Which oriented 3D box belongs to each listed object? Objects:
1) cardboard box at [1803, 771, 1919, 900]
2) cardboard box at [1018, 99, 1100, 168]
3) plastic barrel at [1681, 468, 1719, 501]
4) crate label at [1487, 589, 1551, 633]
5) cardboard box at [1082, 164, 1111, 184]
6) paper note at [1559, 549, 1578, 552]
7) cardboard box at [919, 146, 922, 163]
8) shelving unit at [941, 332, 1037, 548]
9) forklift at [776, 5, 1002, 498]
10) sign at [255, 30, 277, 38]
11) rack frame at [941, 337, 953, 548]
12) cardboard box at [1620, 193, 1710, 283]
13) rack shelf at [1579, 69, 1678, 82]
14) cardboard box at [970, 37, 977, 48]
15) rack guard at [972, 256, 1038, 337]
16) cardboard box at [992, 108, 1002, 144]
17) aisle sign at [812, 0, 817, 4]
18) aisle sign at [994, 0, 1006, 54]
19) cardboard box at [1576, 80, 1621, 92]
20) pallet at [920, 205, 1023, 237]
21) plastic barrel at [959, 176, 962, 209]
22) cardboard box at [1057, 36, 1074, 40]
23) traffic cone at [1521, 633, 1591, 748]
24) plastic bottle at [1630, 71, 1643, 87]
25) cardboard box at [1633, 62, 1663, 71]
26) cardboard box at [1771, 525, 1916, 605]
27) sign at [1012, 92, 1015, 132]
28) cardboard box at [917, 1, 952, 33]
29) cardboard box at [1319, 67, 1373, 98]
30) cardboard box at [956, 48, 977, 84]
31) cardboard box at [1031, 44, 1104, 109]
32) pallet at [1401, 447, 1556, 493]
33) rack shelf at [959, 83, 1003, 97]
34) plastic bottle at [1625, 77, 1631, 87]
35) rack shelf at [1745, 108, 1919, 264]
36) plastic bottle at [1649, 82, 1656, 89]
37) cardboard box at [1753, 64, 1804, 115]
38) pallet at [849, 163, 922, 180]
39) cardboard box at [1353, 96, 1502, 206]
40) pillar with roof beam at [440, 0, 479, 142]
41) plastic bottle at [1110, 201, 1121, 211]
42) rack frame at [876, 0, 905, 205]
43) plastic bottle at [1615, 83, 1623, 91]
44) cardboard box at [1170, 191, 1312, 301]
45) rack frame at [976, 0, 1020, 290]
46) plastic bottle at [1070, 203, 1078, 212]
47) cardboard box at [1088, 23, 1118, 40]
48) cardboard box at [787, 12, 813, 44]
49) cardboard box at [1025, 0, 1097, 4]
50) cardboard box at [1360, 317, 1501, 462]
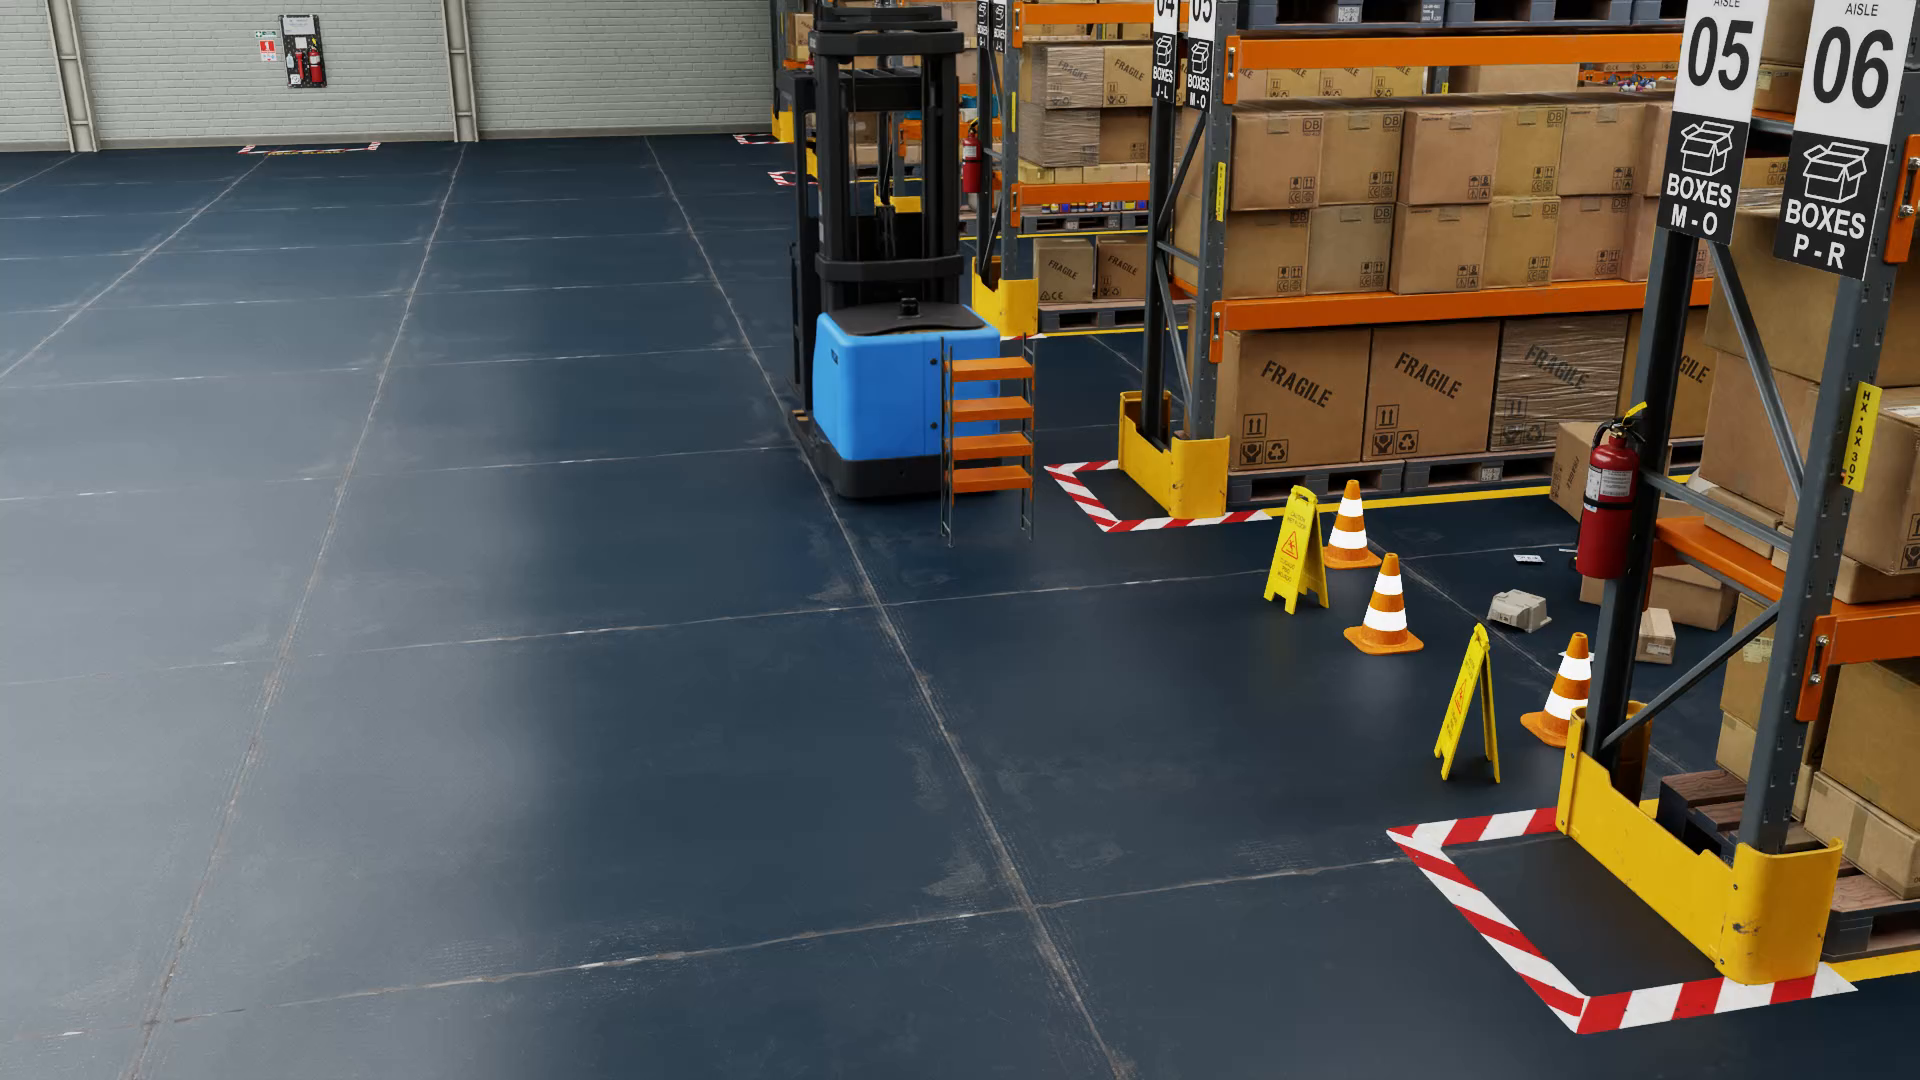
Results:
[{"bbox_3d":[3.457,1.034,6.018,0.500,0.250,0.500,-5,21,-13],"label":"cardboard box"},{"bbox_3d":[0.869,-3.627,14.776,0.500,0.500,0.875,-5,21,-12],"label":"cardboard box"},{"bbox_3d":[4.513,-0.241,9.857,0.421,0.421,0.512,10,22,25],"label":"plastic barrel"},{"bbox_3d":[2.894,0.362,8.627,0.298,0.136,0.250,-18,27,-40],"label":"crate label"},{"bbox_3d":[1.155,-3.259,14.715,0.250,0.149,0.380,-5,21,-12],"label":"cardboard box"},{"bbox_3d":[3.535,0.063,9.629,0.123,0.001,0.032,6,21,16],"label":"paper note"},{"bbox_3d":[-0.402,-5.676,24.336,0.500,0.250,0.500,-5,21,-12],"label":"cardboard box"},{"bbox_3d":[0.161,-0.576,9.644,0.503,1.200,0.258,-5,21,-12],"label":"shelving unit"},{"bbox_3d":[-0.608,-2.110,11.313,1.130,2.935,3.031,-5,21,-14],"label":"forklift"},{"bbox_3d":[-11.417,-8.321,27.346,0.331,0.109,0.001,-5,21,-12],"label":"sign"},{"bbox_3d":[-0.076,-0.557,9.591,0.015,1.200,0.240,-5,21,-12],"label":"rack frame"},{"bbox_3d":[4.377,-2.040,10.805,0.550,0.550,0.875,-5,21,-12],"label":"cardboard box"},{"bbox_3d":[11.676,-7.492,26.953,4.000,0.370,1.077,-5,21,-12],"label":"rack shelf"},{"bbox_3d":[0.236,-7.175,23.952,0.250,0.149,0.380,-4,20,-11],"label":"cardboard box"},{"bbox_3d":[0.402,-2.238,15.197,0.348,0.500,1.175,-5,21,-12],"label":"rack guard"},{"bbox_3d":[0.569,-6.110,24.431,0.500,0.500,0.500,-5,21,-12],"label":"cardboard box"},{"bbox_3d":[-2.079,-8.036,23.611,0.004,0.787,0.394,-5,21,-12],"label":"aisle sign"},{"bbox_3d":[0.337,-4.521,14.016,0.004,0.787,0.394,-5,21,-12],"label":"aisle sign"},{"bbox_3d":[5.886,-4.136,15.984,0.637,0.503,0.797,-3,20,-7],"label":"cardboard box"},{"bbox_3d":[0.043,-3.839,19.987,1.213,0.211,1.003,-5,21,-12],"label":"pallet"},{"bbox_3d":[-0.189,-4.170,19.845,0.421,0.512,0.421,0,20,0],"label":"plastic barrel"},{"bbox_3d":[1.488,-7.278,24.233,0.250,0.149,0.380,-5,21,-14],"label":"cardboard box"},{"bbox_3d":[2.730,0.637,7.403,0.334,0.463,0.336,-5,21,-12],"label":"traffic cone"},{"bbox_3d":[8.855,-5.963,21.803,0.185,0.351,0.144,-5,21,-12],"label":"plastic bottle"},{"bbox_3d":[10.786,-7.709,26.354,0.500,0.500,0.500,-4,21,-12],"label":"cardboard box"},{"bbox_3d":[2.987,0.072,5.623,0.250,0.149,0.380,-5,21,-12],"label":"cardboard box"},{"bbox_3d":[0.453,-3.631,14.106,0.005,0.325,0.100,-5,21,-12],"label":"sign"},{"bbox_3d":[-0.438,-7.499,23.893,0.500,0.500,0.700,-5,21,-12],"label":"cardboard box"},{"bbox_3d":[3.360,-4.211,14.917,0.500,0.500,0.500,-5,21,-12],"label":"cardboard box"},{"bbox_3d":[0.015,-6.925,24.213,0.500,0.500,0.700,-4,21,-11],"label":"cardboard box"},{"bbox_3d":[0.926,-4.014,14.381,0.500,0.500,0.500,-5,21,-12],"label":"cardboard box"},{"bbox_3d":[3.316,-0.613,11.181,1.213,0.211,1.003,-5,21,-12],"label":"pallet"},{"bbox_3d":[-0.002,-6.543,24.360,4.000,0.370,1.077,-5,21,-12],"label":"rack shelf"},{"bbox_3d":[8.705,-5.912,21.763,0.133,0.283,0.061,-5,21,-12],"label":"plastic bottle"},{"bbox_3d":[4.555,-1.318,5.735,4.000,0.370,1.077,-5,21,-12],"label":"rack shelf"},{"bbox_3d":[8.819,-5.674,21.125,0.135,0.276,0.152,-5,21,-12],"label":"plastic bottle"},{"bbox_3d":[2.891,-1.501,5.555,0.250,0.149,0.380,-5,21,-12],"label":"cardboard box"},{"bbox_3d":[-1.213,-5.487,24.487,1.213,0.211,1.003,-5,21,-12],"label":"pallet"},{"bbox_3d":[2.831,-2.405,10.230,0.550,0.550,0.875,-5,21,-12],"label":"cardboard box"},{"bbox_3d":[-7.458,-9.626,23.009,0.400,9.000,9.100,-5,21,-12],"label":"pillar with roof beam"},{"bbox_3d":[1.860,-4.108,19.989,0.135,0.276,0.152,-4,21,-11],"label":"plastic bottle"},{"bbox_3d":[-0.812,-5.064,19.277,0.127,3.000,1.000,-5,21,-12],"label":"rack frame"},{"bbox_3d":[8.285,-5.618,20.961,0.133,0.283,0.061,-5,21,-12],"label":"plastic bottle"},{"bbox_3d":[1.722,-1.852,10.293,0.550,0.550,0.875,-5,21,-12],"label":"cardboard box"},{"bbox_3d":[0.328,-3.406,14.751,0.127,3.000,1.000,-5,21,-12],"label":"rack frame"},{"bbox_3d":[1.358,-4.055,19.852,0.097,0.271,0.097,0,20,0],"label":"plastic bottle"},{"bbox_3d":[2.483,-9.083,29.465,0.500,0.500,0.700,-2,20,-5],"label":"cardboard box"},{"bbox_3d":[-2.682,-8.779,28.519,0.500,0.500,0.500,-5,21,-13],"label":"cardboard box"},{"bbox_3d":[0.856,-4.695,14.129,0.500,0.250,0.500,-4,21,-11],"label":"cardboard box"},{"bbox_3d":[2.871,-1.083,10.889,0.875,0.875,0.875,-5,21,-13],"label":"cardboard box"}]
